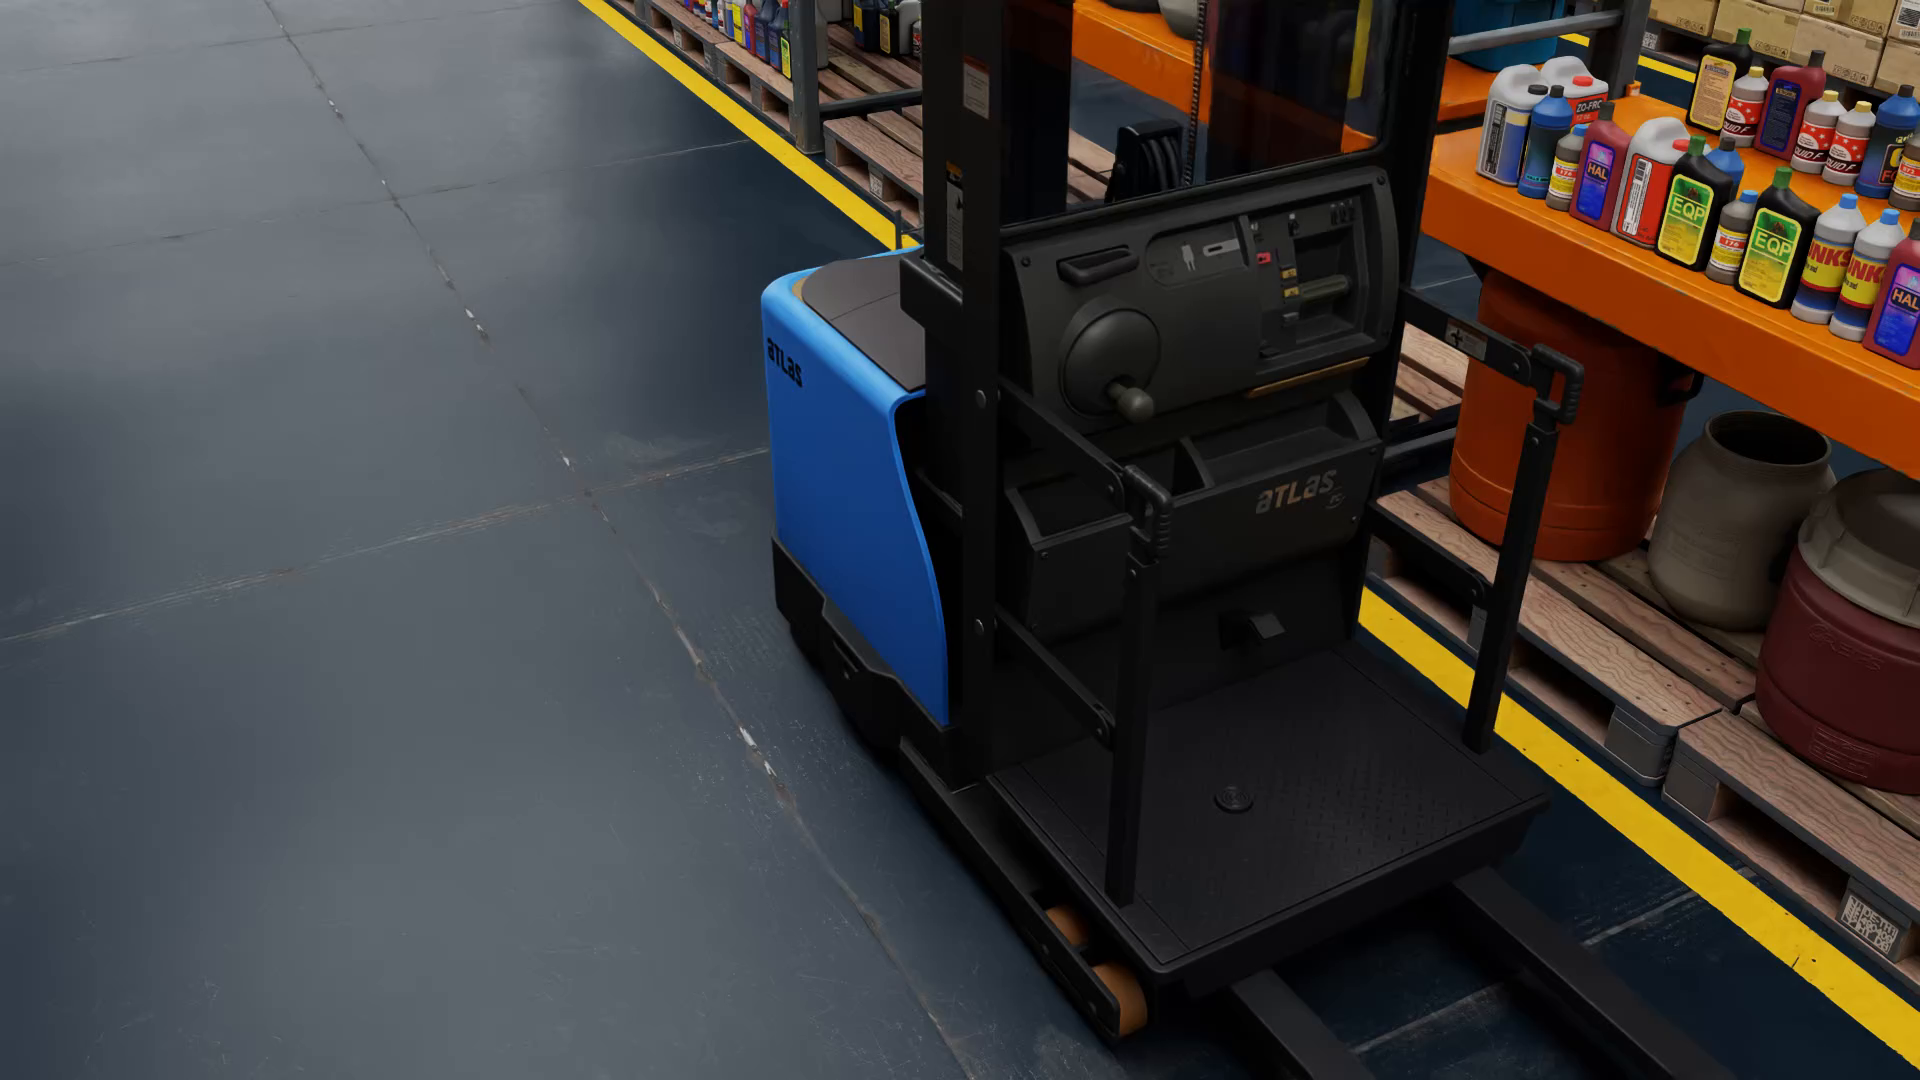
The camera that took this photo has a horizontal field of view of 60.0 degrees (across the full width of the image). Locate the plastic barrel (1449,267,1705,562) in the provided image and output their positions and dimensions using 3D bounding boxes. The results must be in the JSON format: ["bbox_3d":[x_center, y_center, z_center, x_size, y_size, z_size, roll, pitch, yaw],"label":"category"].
[{"bbox_3d":[1.760,-0.433,4.767,0.600,0.830,0.708,-16,36,-23],"label":"plastic barrel"}]

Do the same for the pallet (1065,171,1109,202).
[{"bbox_3d":[0.626,-1.186,6.905,1.003,0.211,1.213,-16,36,-23],"label":"pallet"}]

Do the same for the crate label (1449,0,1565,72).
[{"bbox_3d":[1.652,-1.624,5.159,0.303,0.233,0.416,-16,36,-23],"label":"crate label"}]

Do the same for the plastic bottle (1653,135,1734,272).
[{"bbox_3d":[1.671,-0.766,3.773,0.061,0.283,0.133,-16,36,-23],"label":"plastic bottle"}]

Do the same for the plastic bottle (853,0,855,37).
[{"bbox_3d":[-0.531,-2.873,9.075,0.097,0.271,0.097,0,33,0],"label":"plastic bottle"}]

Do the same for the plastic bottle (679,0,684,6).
[{"bbox_3d":[-1.595,-3.231,9.698,0.097,0.201,0.097,0,33,0],"label":"plastic bottle"}]

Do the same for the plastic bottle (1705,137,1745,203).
[{"bbox_3d":[1.733,-0.789,3.821,0.097,0.271,0.097,0,33,0],"label":"plastic bottle"}]

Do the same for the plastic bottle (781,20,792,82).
[{"bbox_3d":[-0.864,-2.496,8.475,0.061,0.283,0.133,-14,35,-21],"label":"plastic bottle"}]

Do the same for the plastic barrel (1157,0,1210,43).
[{"bbox_3d":[0.849,-1.883,5.305,0.421,0.512,0.421,0,33,0],"label":"plastic barrel"}]

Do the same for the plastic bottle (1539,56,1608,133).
[{"bbox_3d":[1.568,-1.097,4.297,0.152,0.276,0.135,-16,36,-23],"label":"plastic bottle"}]

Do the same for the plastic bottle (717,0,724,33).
[{"bbox_3d":[-1.295,-2.923,9.219,0.097,0.201,0.097,0,33,0],"label":"plastic bottle"}]

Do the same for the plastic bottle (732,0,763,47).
[{"bbox_3d":[-1.143,-2.858,8.979,0.144,0.351,0.185,-16,36,-23],"label":"plastic bottle"}]

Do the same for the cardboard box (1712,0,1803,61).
[{"bbox_3d":[4.486,-2.825,9.039,0.500,0.250,0.500,-17,36,-25],"label":"cardboard box"}]

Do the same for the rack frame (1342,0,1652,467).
[{"bbox_3d":[1.517,-1.399,4.653,1.000,3.000,0.127,-16,36,-23],"label":"rack frame"}]

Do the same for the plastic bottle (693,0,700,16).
[{"bbox_3d":[-1.483,-3.146,9.501,0.097,0.271,0.097,0,33,0],"label":"plastic bottle"}]

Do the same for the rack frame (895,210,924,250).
[{"bbox_3d":[-0.098,-0.530,5.105,0.200,1.050,0.008,-17,36,-24],"label":"rack frame"}]

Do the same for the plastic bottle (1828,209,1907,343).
[{"bbox_3d":[1.894,-0.554,3.453,0.097,0.271,0.097,0,33,0],"label":"plastic bottle"}]

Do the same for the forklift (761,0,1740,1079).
[{"bbox_3d":[0.627,-0.447,3.231,1.130,2.935,3.031,-17,36,-24],"label":"forklift"}]

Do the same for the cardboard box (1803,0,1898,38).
[{"bbox_3d":[4.726,-2.814,8.501,0.500,0.311,0.500,-15,36,-22],"label":"cardboard box"}]

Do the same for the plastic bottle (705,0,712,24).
[{"bbox_3d":[-1.390,-3.022,9.372,0.097,0.201,0.097,0,33,0],"label":"plastic bottle"}]

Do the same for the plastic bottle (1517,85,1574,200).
[{"bbox_3d":[1.463,-0.995,4.141,0.097,0.271,0.097,0,33,0],"label":"plastic bottle"}]

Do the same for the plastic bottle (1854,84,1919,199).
[{"bbox_3d":[2.319,-0.996,4.144,0.097,0.271,0.097,0,33,0],"label":"plastic bottle"}]

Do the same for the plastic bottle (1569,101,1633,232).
[{"bbox_3d":[1.546,-0.894,3.972,0.061,0.283,0.133,-16,36,-23],"label":"plastic bottle"}]

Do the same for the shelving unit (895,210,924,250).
[{"bbox_3d":[-0.039,-0.473,5.015,0.215,1.050,0.252,-17,36,-24],"label":"shelving unit"}]

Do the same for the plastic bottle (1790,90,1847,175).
[{"bbox_3d":[2.229,-1.060,4.308,0.097,0.201,0.097,0,33,0],"label":"plastic bottle"}]

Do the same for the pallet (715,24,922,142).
[{"bbox_3d":[-0.624,-2.465,8.901,1.003,0.211,1.213,-16,36,-23],"label":"pallet"}]

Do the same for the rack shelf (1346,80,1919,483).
[{"bbox_3d":[2.450,-0.142,3.357,1.077,0.370,4.000,-16,36,-23],"label":"rack shelf"}]

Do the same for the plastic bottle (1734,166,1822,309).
[{"bbox_3d":[1.779,-0.656,3.601,0.061,0.283,0.133,-16,36,-23],"label":"plastic bottle"}]

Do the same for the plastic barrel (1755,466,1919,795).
[{"bbox_3d":[2.287,0.208,3.991,0.600,0.588,0.708,-16,36,-23],"label":"plastic barrel"}]

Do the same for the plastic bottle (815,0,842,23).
[{"bbox_3d":[-0.762,-3.080,9.393,0.152,0.276,0.135,-16,36,-23],"label":"plastic bottle"}]

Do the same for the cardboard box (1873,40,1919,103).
[{"bbox_3d":[4.965,-2.338,8.278,0.500,0.250,0.500,-15,36,-22],"label":"cardboard box"}]

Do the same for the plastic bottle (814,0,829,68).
[{"bbox_3d":[-0.775,-2.649,8.652,0.144,0.351,0.185,-16,36,-23],"label":"plastic bottle"}]

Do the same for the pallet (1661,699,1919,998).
[{"bbox_3d":[2.487,0.722,3.927,1.003,0.211,1.213,-16,36,-23],"label":"pallet"}]

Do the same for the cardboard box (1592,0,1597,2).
[{"bbox_3d":[4.005,-3.316,9.805,0.500,0.250,0.500,-17,36,-24],"label":"cardboard box"}]

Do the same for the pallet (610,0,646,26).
[{"bbox_3d":[-1.762,-3.629,10.719,1.003,0.211,1.213,-16,36,-23],"label":"pallet"}]

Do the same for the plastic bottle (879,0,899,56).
[{"bbox_3d":[-0.377,-2.732,8.844,0.061,0.283,0.133,-16,36,-23],"label":"plastic bottle"}]

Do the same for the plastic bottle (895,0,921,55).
[{"bbox_3d":[-0.283,-2.756,8.888,0.152,0.276,0.135,-15,35,-21],"label":"plastic bottle"}]

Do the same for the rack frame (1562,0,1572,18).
[{"bbox_3d":[4.036,-4.552,9.574,1.000,3.000,0.127,-16,36,-23],"label":"rack frame"}]

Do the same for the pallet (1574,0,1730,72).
[{"bbox_3d":[4.414,-3.036,9.793,1.003,0.211,1.213,-16,36,-23],"label":"pallet"}]

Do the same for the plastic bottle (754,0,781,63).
[{"bbox_3d":[-0.992,-2.704,8.738,0.144,0.351,0.185,-18,37,-25],"label":"plastic bottle"}]

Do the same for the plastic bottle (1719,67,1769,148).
[{"bbox_3d":[2.121,-1.170,4.480,0.097,0.201,0.097,0,33,0],"label":"plastic bottle"}]
